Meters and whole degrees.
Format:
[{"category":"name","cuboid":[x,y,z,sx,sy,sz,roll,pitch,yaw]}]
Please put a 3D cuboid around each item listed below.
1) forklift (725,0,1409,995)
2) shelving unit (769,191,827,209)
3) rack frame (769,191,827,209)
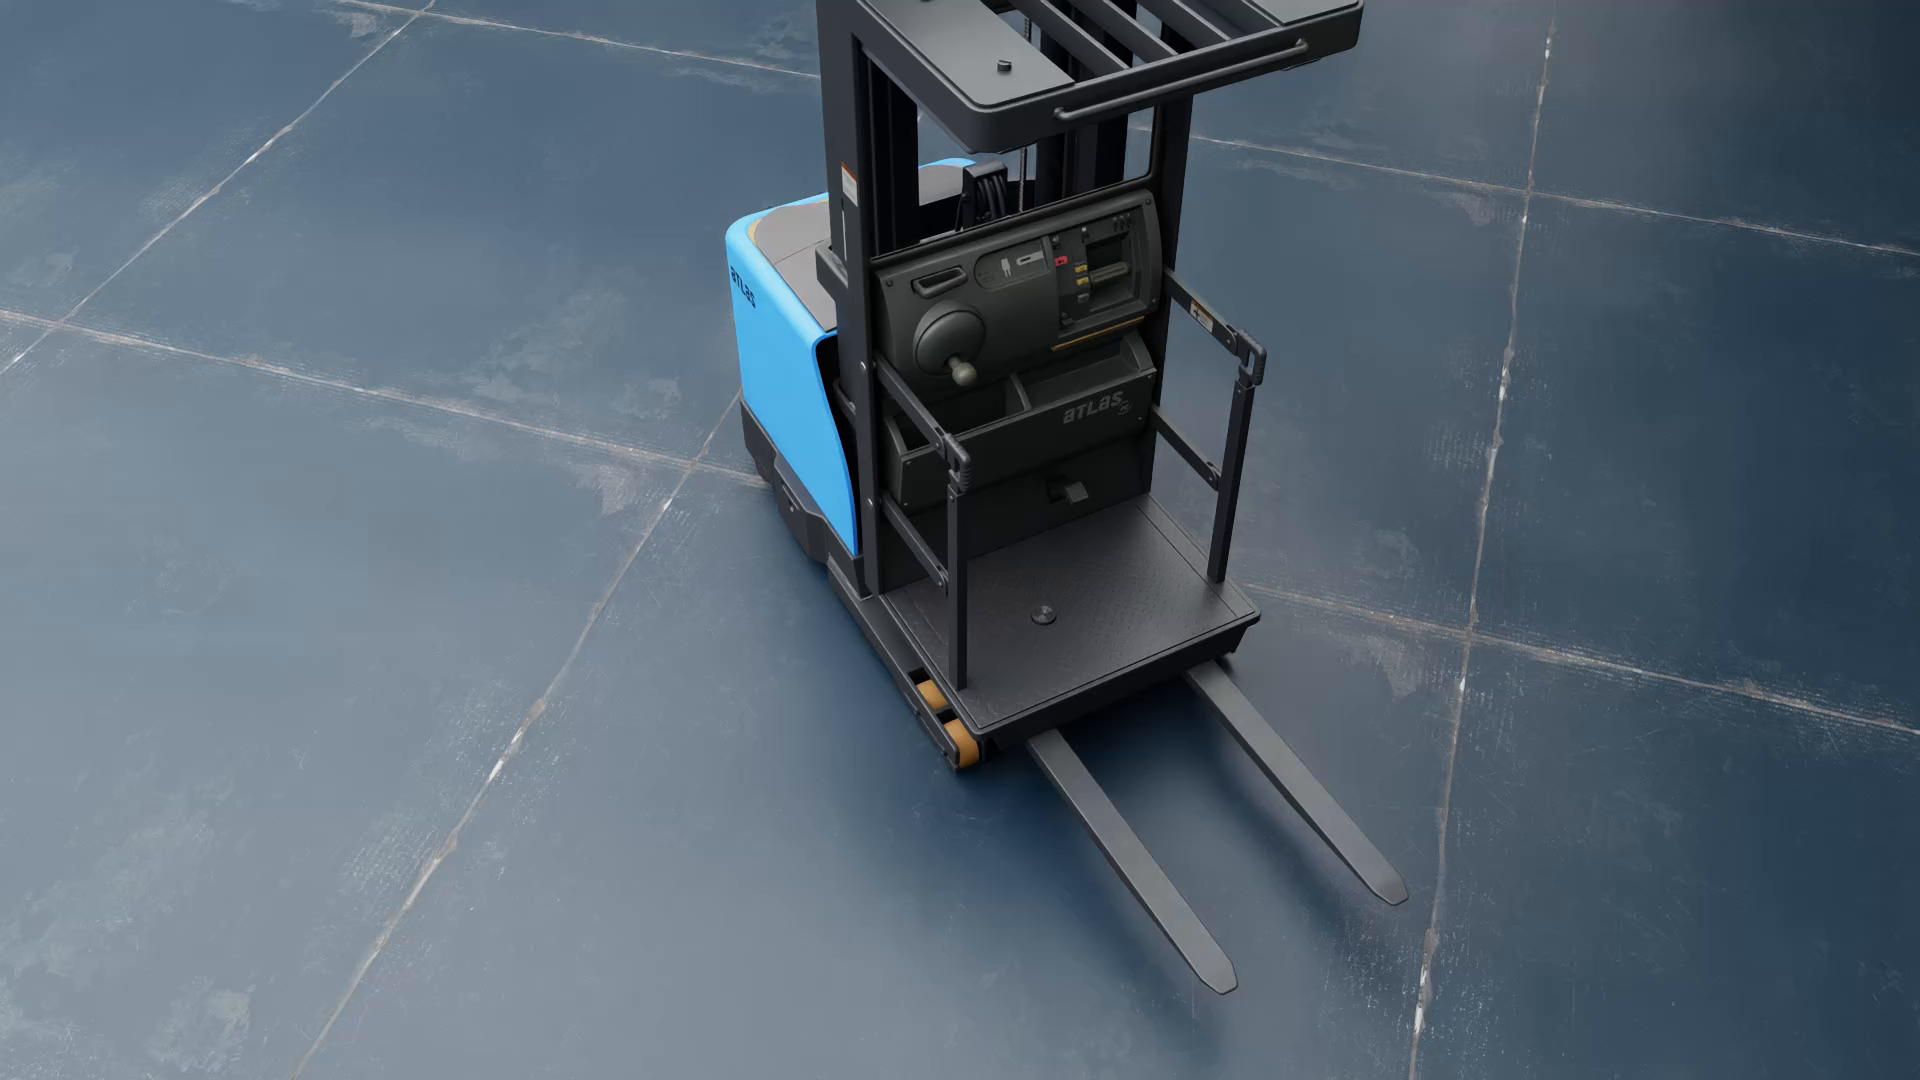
[{"category":"forklift","cuboid":[0.300,-0.661,4.830,1.130,2.935,3.031,-21,48,-20]},{"category":"shelving unit","cuboid":[-0.561,-0.900,6.527,0.258,0.900,0.210,-21,48,-20]},{"category":"rack frame","cuboid":[-0.609,-0.963,6.590,0.240,0.900,0.006,-21,48,-20]}]
